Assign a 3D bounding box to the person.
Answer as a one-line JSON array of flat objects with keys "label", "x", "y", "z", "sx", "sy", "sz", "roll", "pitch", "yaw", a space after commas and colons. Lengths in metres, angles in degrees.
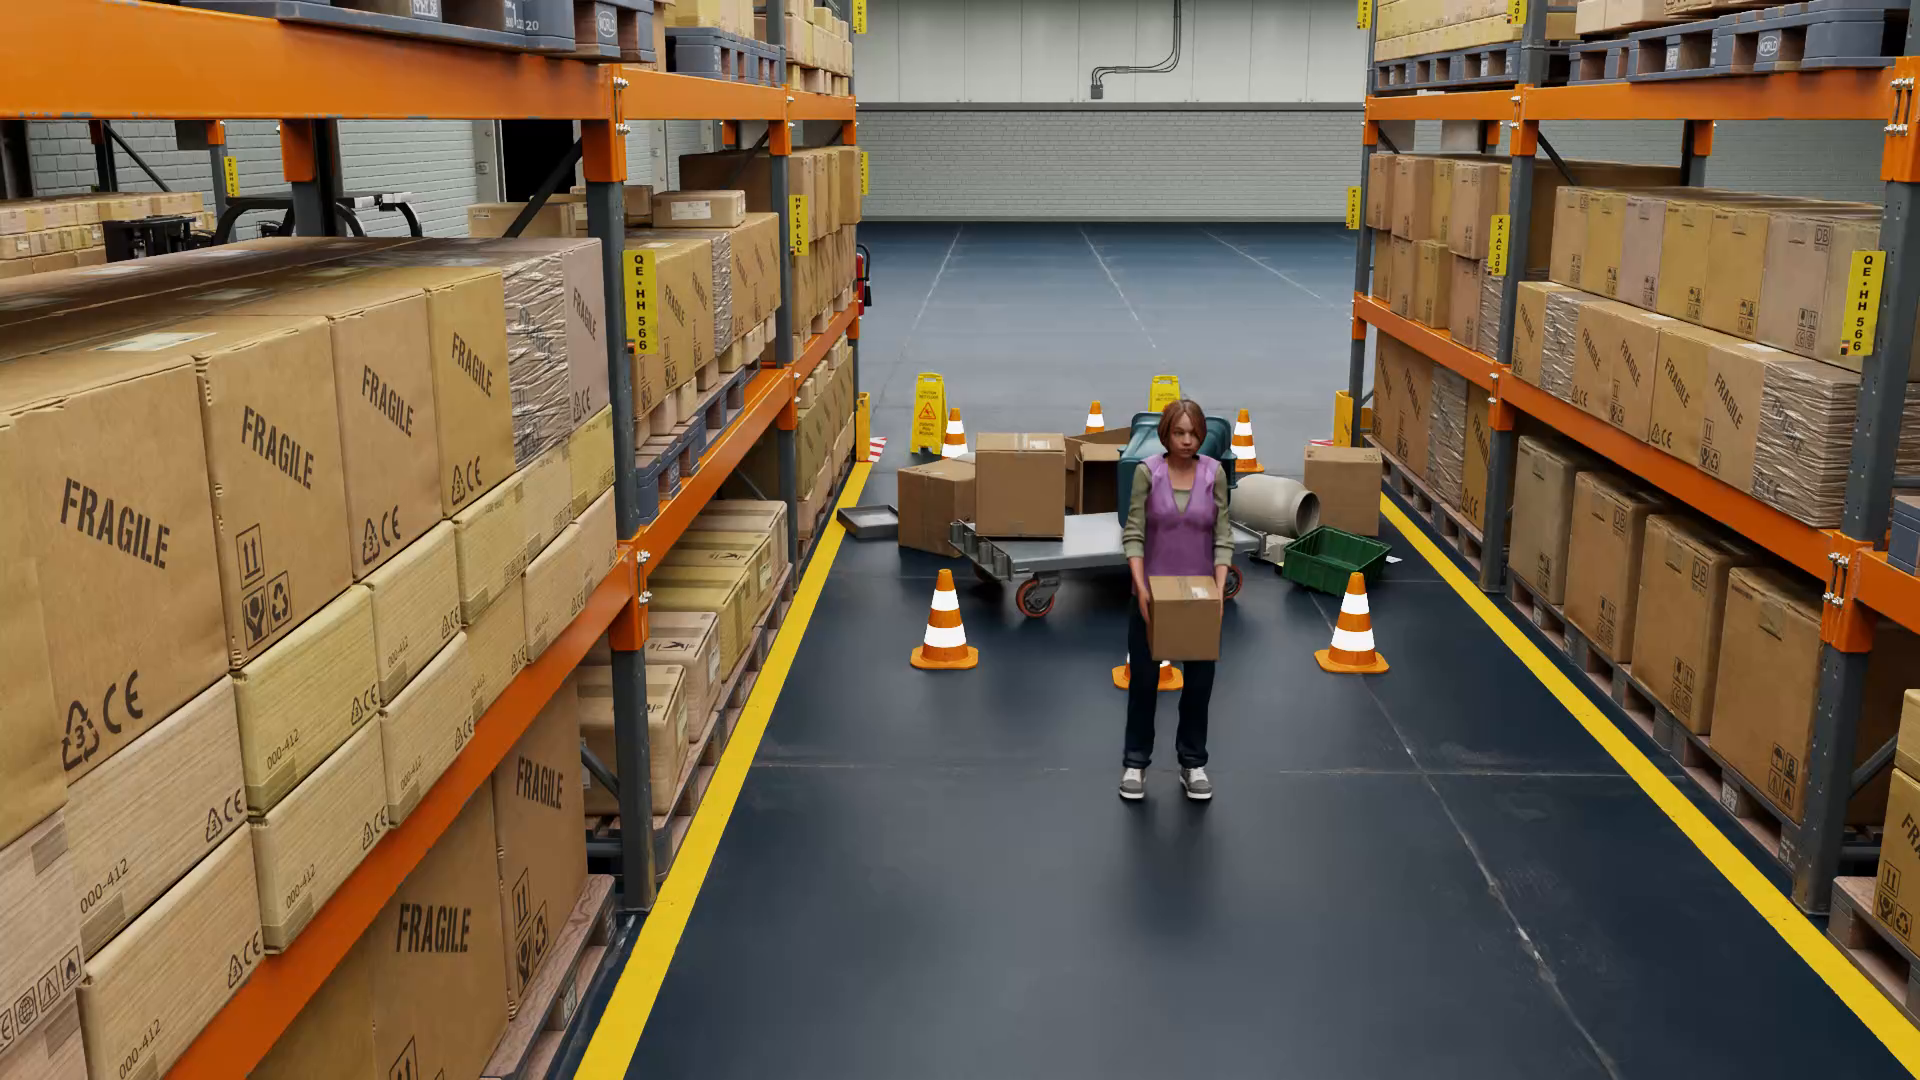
[{"label": "person", "x": 0.854, "y": 0.242, "z": 6.545, "sx": 0.444, "sy": 1.603, "sz": 0.411, "roll": 0, "pitch": 14, "yaw": 1}]
